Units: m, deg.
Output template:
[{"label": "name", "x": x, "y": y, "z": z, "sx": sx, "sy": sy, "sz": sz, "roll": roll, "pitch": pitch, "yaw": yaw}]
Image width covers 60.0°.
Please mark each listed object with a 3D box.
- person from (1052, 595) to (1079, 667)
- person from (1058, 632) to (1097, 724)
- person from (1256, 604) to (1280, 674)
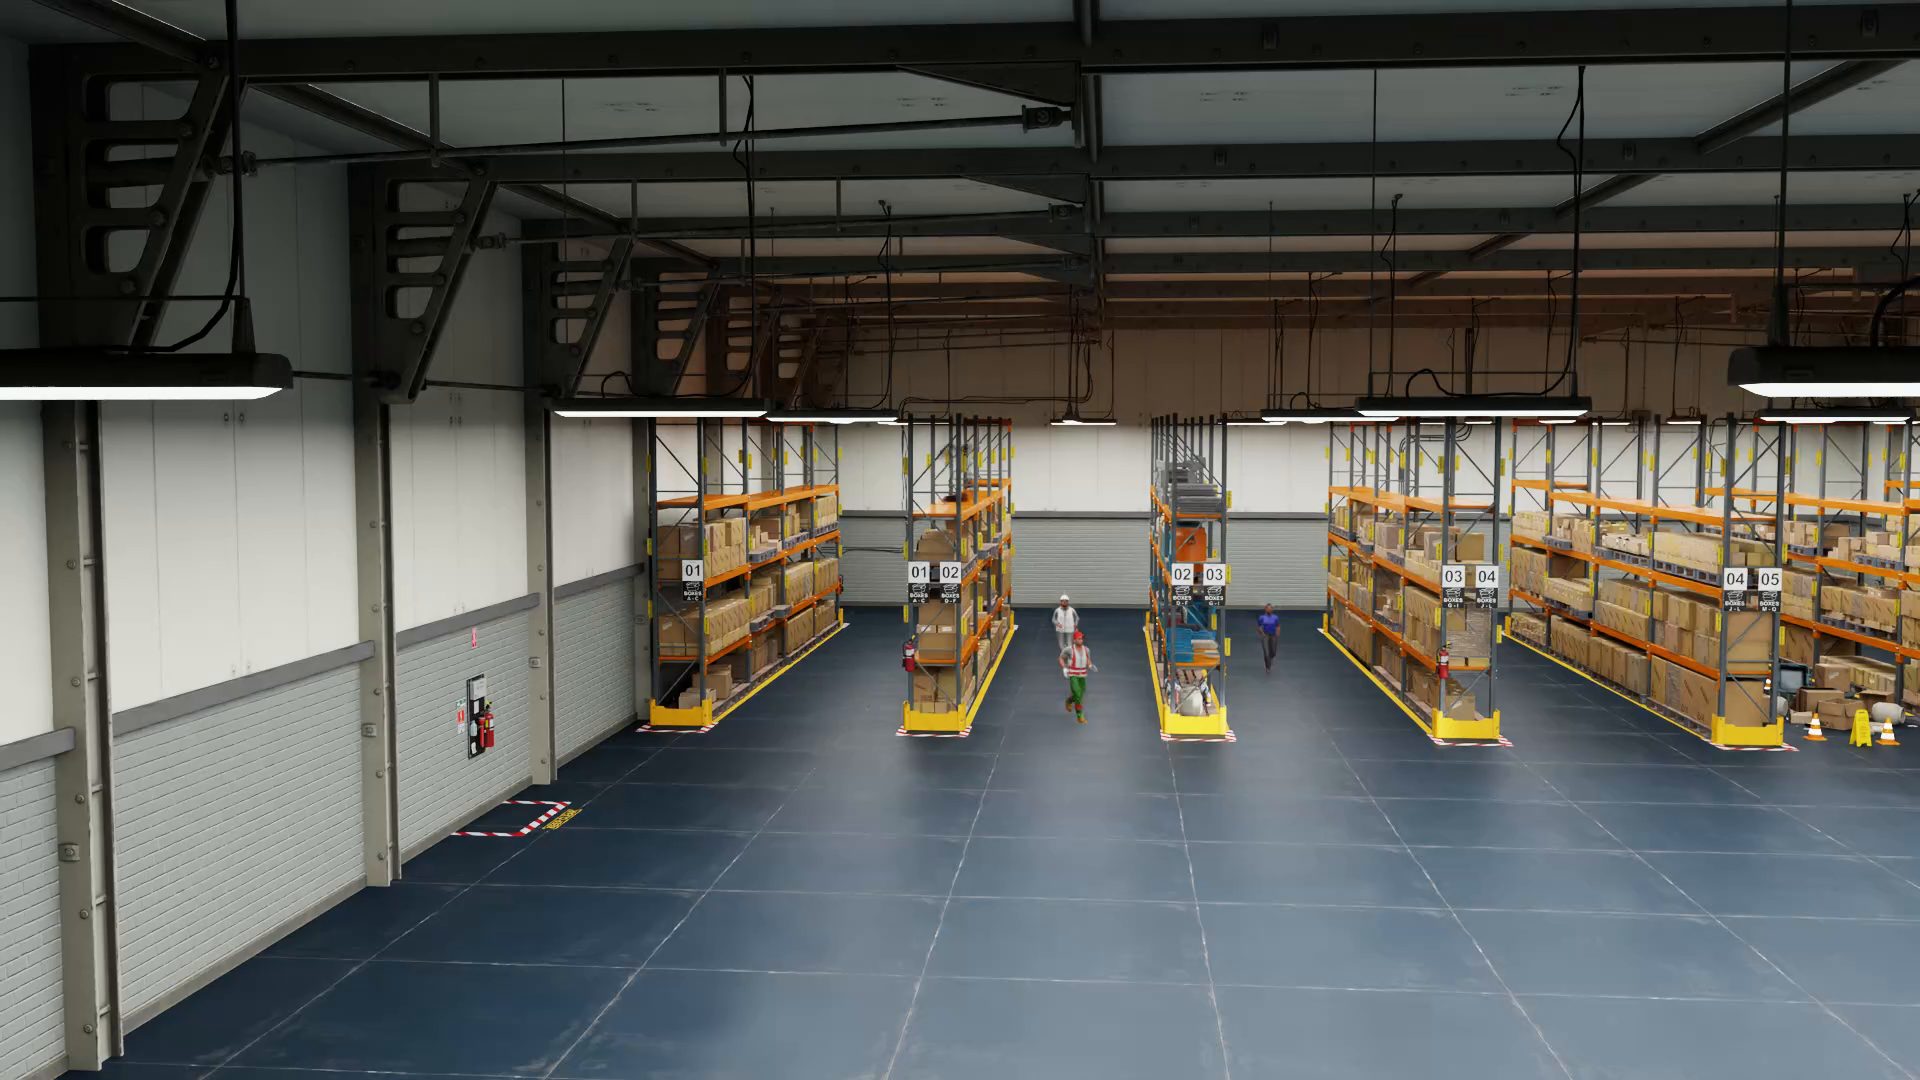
[{"label": "person", "x": 2.518, "y": 2.185, "z": 39.747, "sx": 0.653, "sy": 1.731, "sz": 0.569, "roll": 0, "pitch": 4, "yaw": 4}, {"label": "person", "x": 2.243, "y": 2.657, "z": 32.541, "sx": 0.637, "sy": 1.766, "sz": 0.908, "roll": -2, "pitch": 4, "yaw": -27}, {"label": "person", "x": 7.238, "y": 2.358, "z": 38.995, "sx": 0.576, "sy": 1.514, "sz": 0.564, "roll": 0, "pitch": 4, "yaw": 1}]
